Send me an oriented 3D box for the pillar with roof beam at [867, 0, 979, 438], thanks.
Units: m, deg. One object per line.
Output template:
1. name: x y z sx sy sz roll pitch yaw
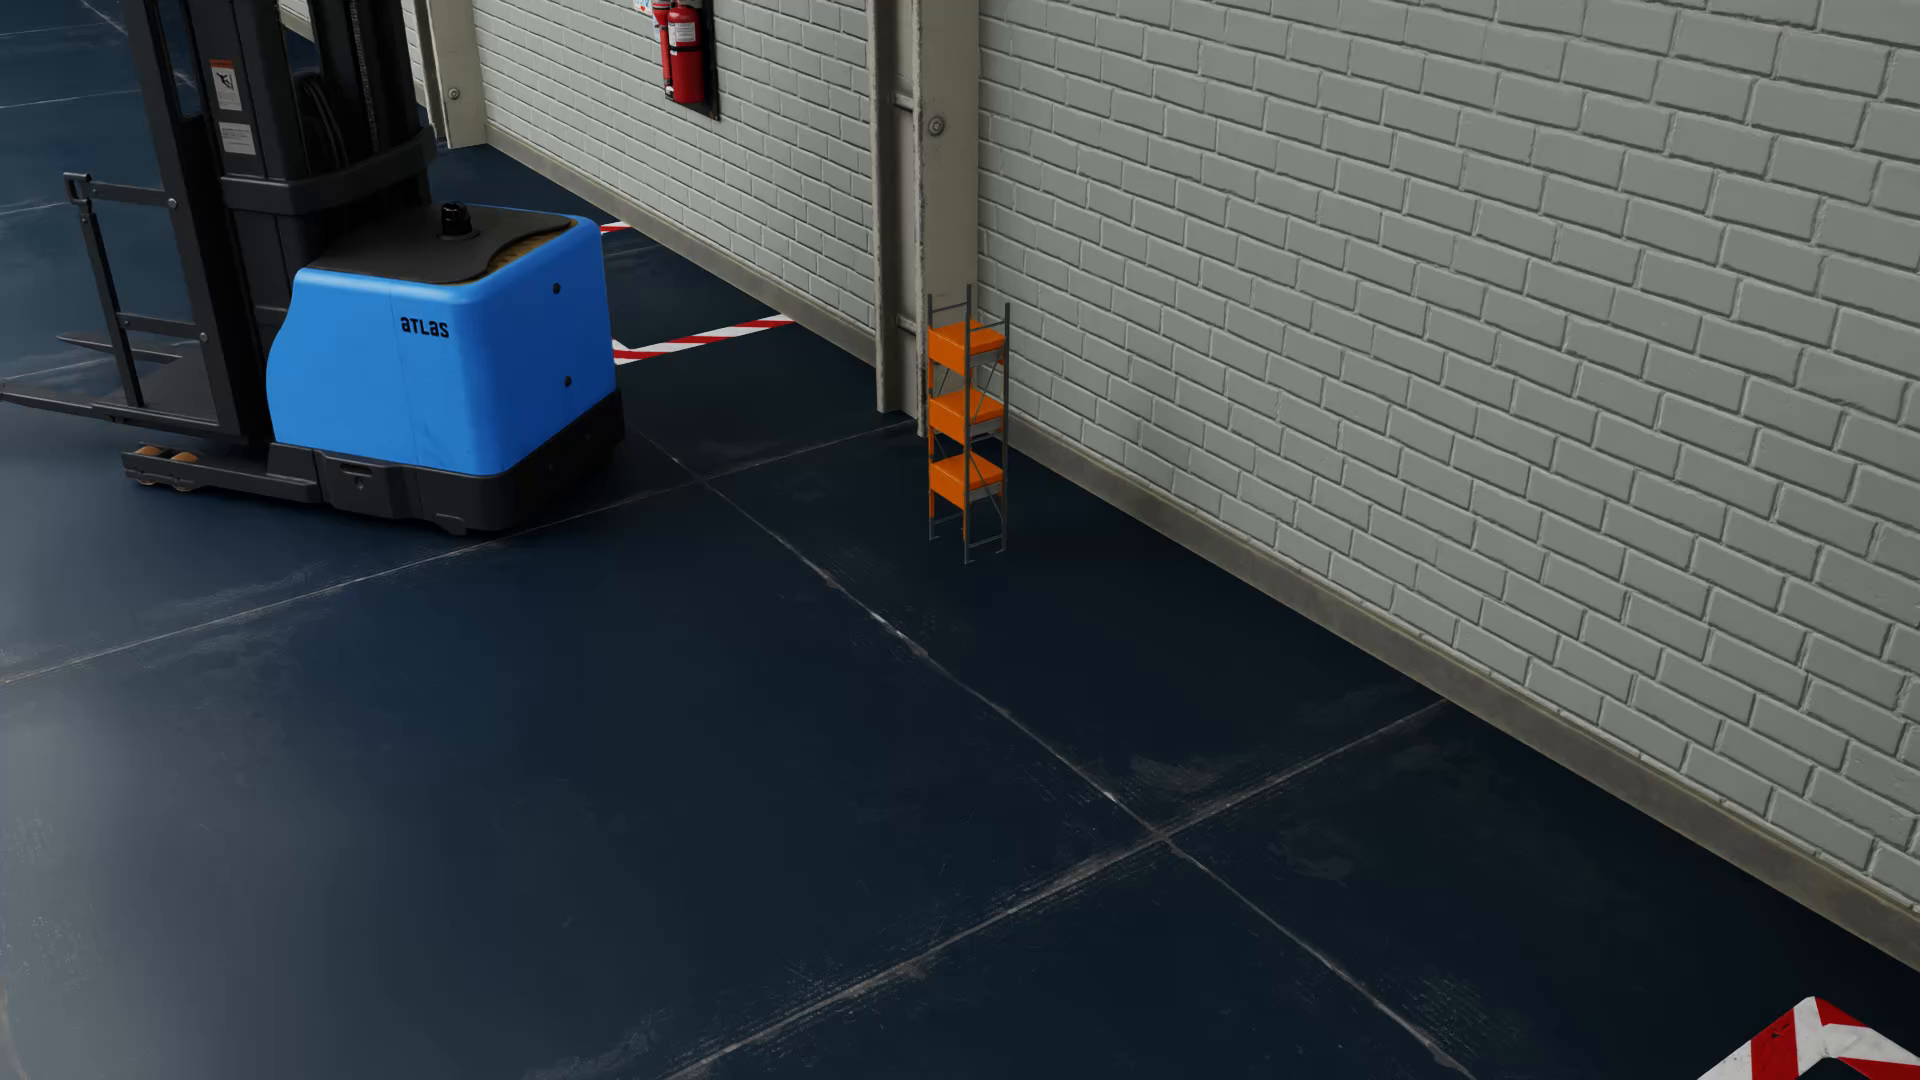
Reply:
1. pillar with roof beam: -3.663 -3.349 3.488 9.100 9.000 0.400 -19 34 -31

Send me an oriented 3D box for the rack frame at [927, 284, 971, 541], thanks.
1. rack frame: -0.040 -0.488 6.548 0.200 1.050 0.008 -19 34 -31

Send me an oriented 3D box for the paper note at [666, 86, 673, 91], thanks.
1. paper note: -1.605 -2.577 9.274 0.016 0.148 0.142 -19 34 -31

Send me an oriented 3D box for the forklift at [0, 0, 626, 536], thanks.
1. forklift: -3.073 -1.720 6.846 3.031 2.935 1.130 9 30 17

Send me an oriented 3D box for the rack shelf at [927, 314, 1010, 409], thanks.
1. rack shelf: 0.031 -0.681 6.331 0.215 0.259 0.240 -19 34 -31

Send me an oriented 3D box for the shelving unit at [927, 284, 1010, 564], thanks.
1. shelving unit: 0.031 -0.441 6.461 0.215 1.050 0.252 -19 34 -31

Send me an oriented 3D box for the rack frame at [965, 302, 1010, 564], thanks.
1. rack frame: 0.102 -0.393 6.374 0.200 1.050 0.008 -19 34 -31

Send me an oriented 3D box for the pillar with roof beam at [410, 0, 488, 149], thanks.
1. pillar with roof beam: -7.143 -5.682 7.783 9.100 9.000 0.400 -19 34 -31

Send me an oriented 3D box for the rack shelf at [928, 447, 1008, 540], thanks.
1. rack shelf: 0.031 -0.187 6.599 0.215 0.259 0.240 -19 34 -31

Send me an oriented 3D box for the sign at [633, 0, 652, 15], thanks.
1. sign: -1.795 -3.135 9.342 0.001 0.329 0.234 -19 34 -31

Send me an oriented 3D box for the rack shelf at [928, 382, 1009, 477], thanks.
1. rack shelf: 0.031 -0.431 6.466 0.215 0.259 0.240 -19 34 -31

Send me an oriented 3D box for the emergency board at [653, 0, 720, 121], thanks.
1. emergency board: -1.558 -2.876 8.902 0.194 1.169 0.643 -19 34 -31
